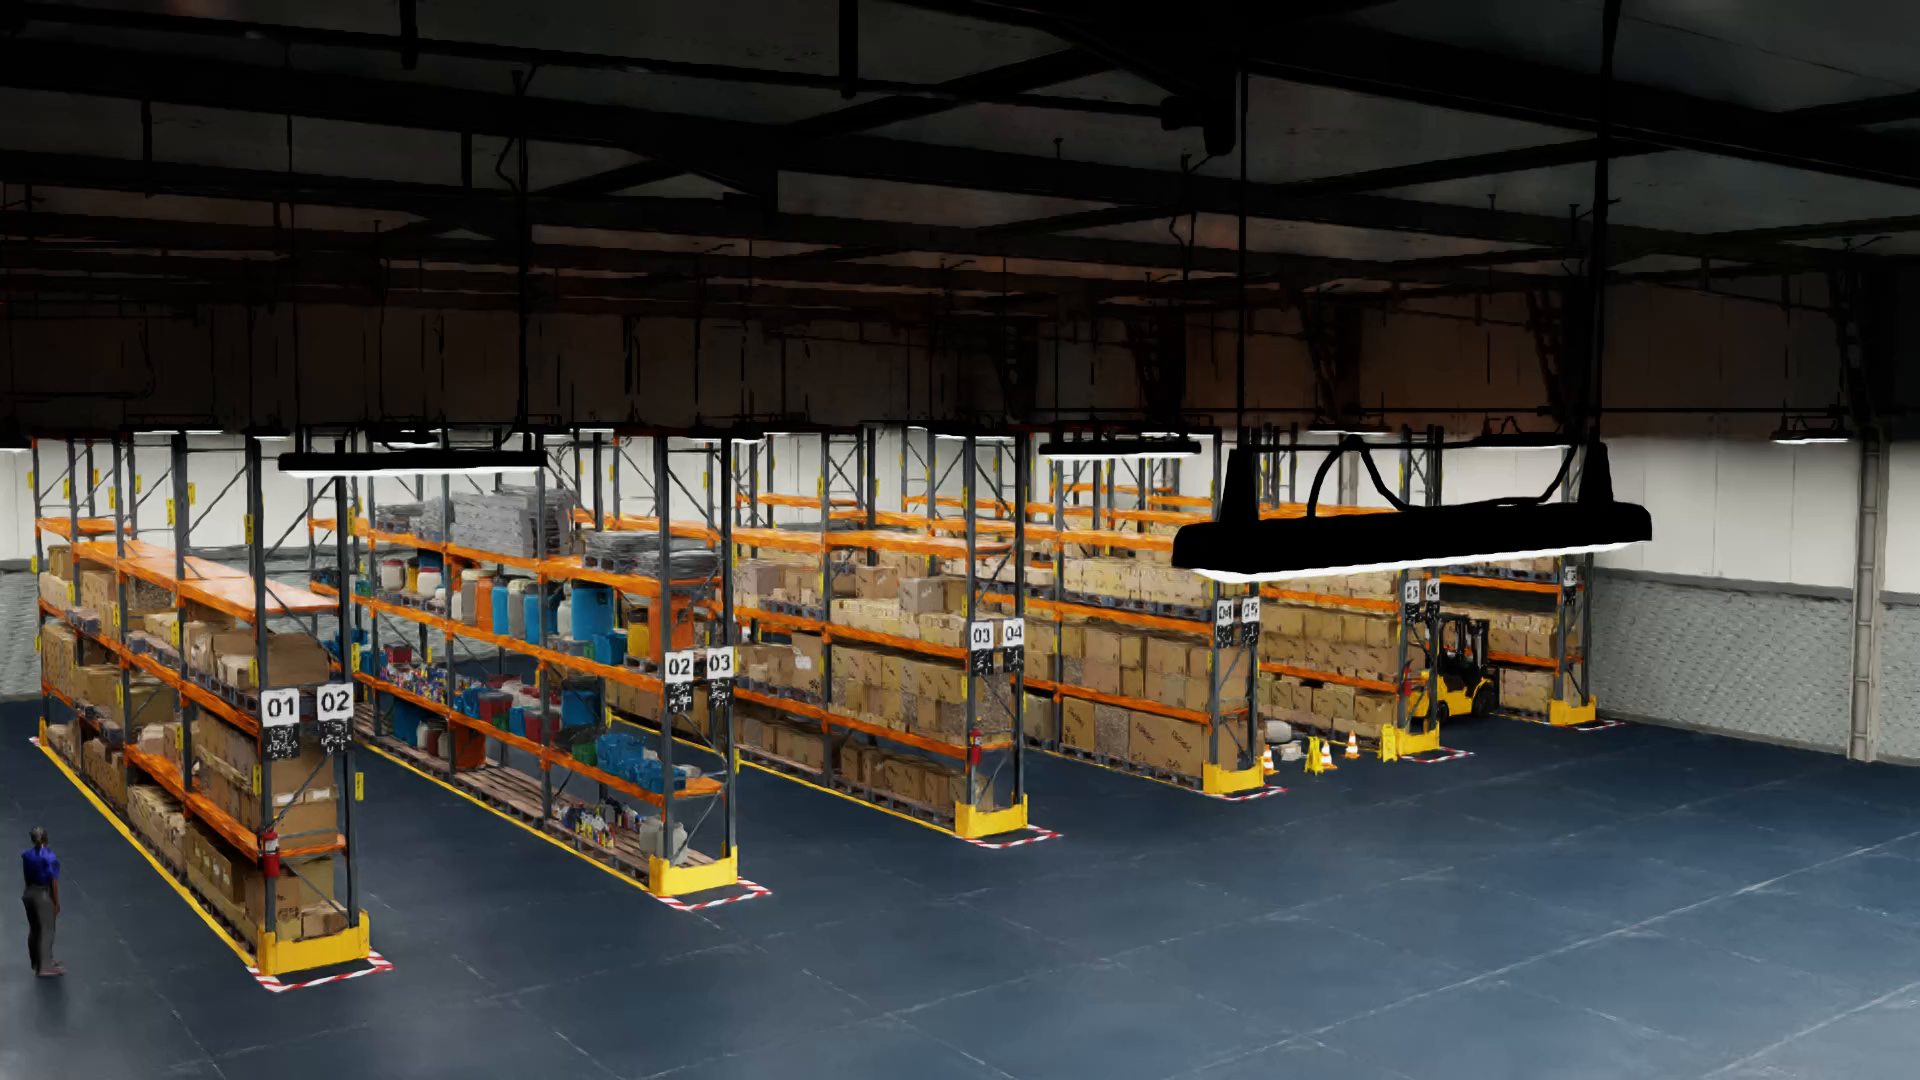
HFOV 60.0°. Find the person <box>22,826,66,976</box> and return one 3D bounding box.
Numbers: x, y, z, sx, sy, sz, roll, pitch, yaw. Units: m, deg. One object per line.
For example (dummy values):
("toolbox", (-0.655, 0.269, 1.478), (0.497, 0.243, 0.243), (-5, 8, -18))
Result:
("person", (-10.282, 4.023, 18.676), (0.502, 1.663, 0.422), (2, 5, 24))

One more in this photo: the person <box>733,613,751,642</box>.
("person", (-5.515, 2.126, 42.038), (0.672, 1.754, 0.451), (2, 5, 20))

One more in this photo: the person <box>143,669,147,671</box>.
("person", (-17.086, 2.815, 34.706), (0.625, 1.607, 0.575), (-4, 6, -39))
